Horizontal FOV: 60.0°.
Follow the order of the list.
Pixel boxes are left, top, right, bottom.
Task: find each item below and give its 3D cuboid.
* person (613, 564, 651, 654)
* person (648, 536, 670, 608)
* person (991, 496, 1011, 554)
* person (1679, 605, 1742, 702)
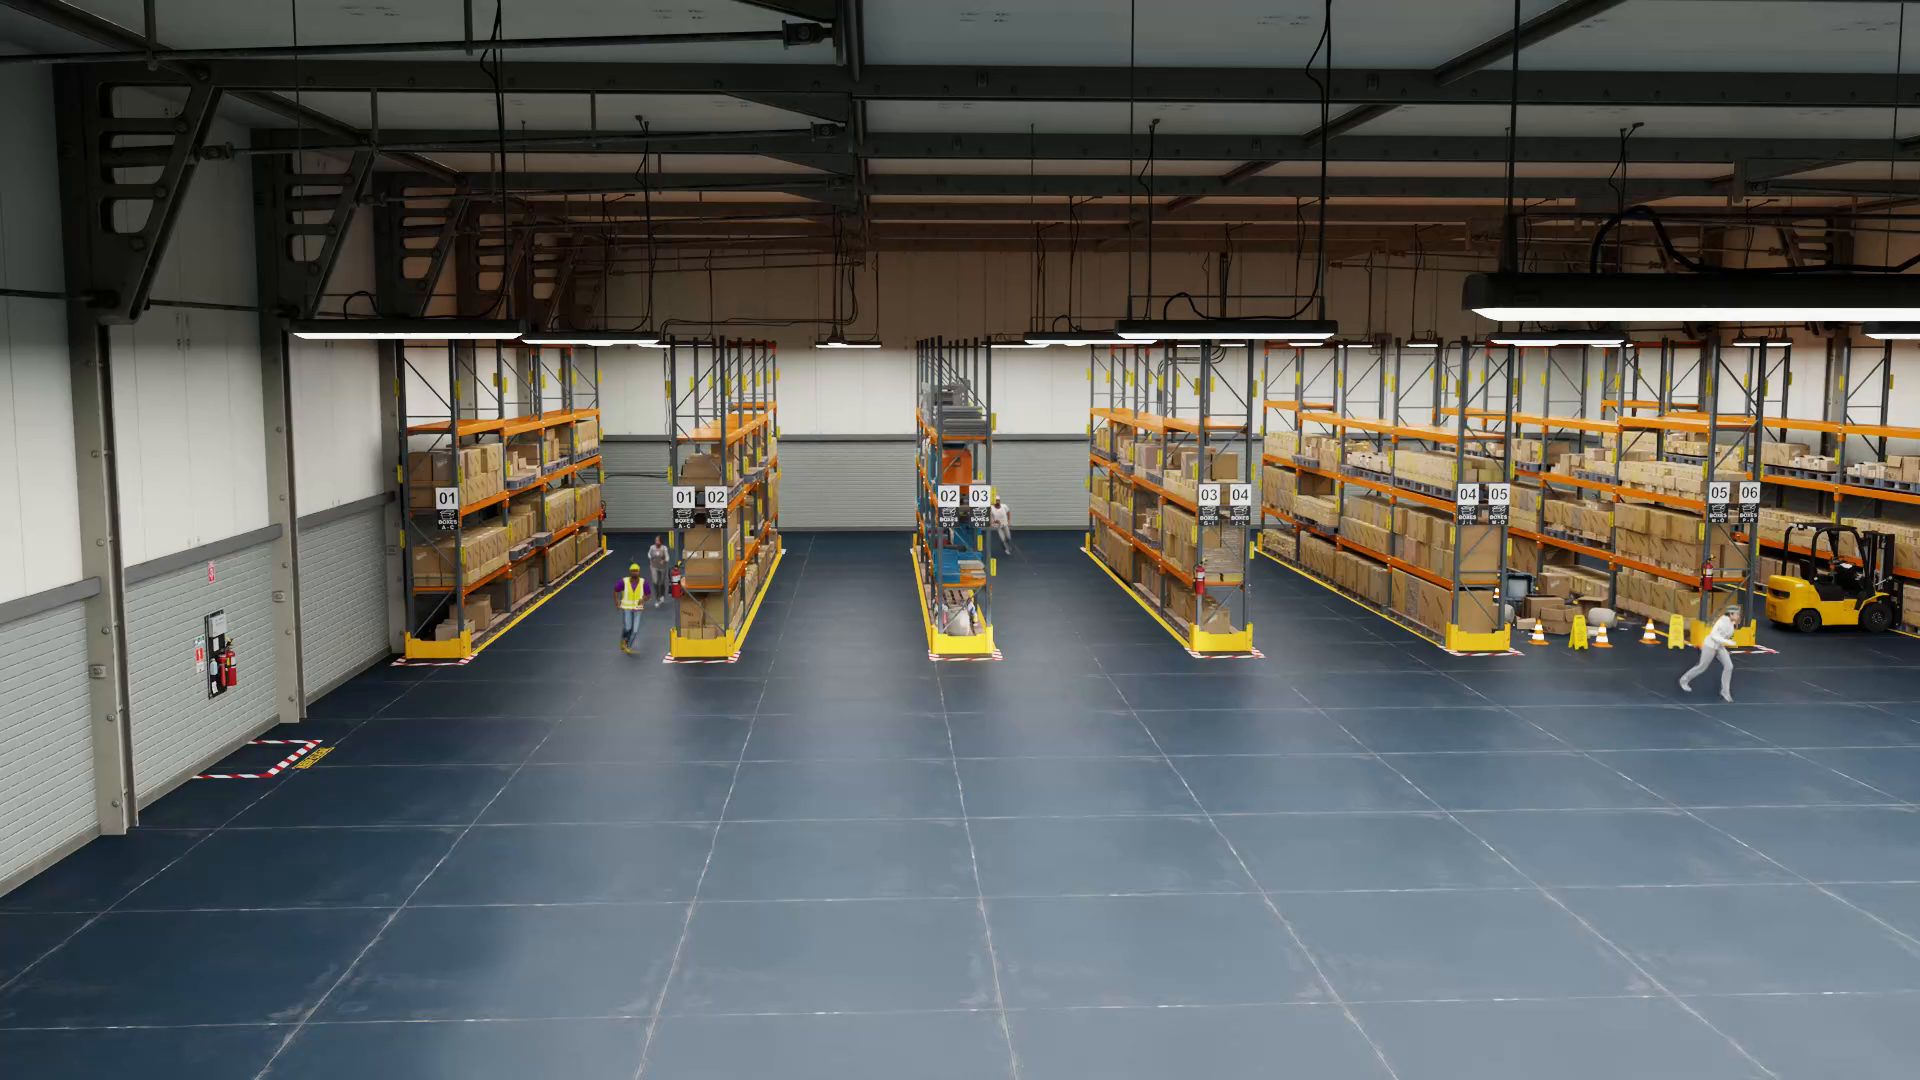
[{"bbox_3d":[-6.170,1.302,31.400,0.688,1.711,0.556,-2,7,-21],"label":"person"},{"bbox_3d":[-6.761,0.701,37.382,0.475,1.633,0.835,-1,7,-9],"label":"person"},{"bbox_3d":[1.125,-0.417,46.652,0.741,1.674,0.564,-2,7,-14],"label":"person"},{"bbox_3d":[12.424,1.842,27.540,0.658,1.625,0.964,-6,9,-43],"label":"person"}]
